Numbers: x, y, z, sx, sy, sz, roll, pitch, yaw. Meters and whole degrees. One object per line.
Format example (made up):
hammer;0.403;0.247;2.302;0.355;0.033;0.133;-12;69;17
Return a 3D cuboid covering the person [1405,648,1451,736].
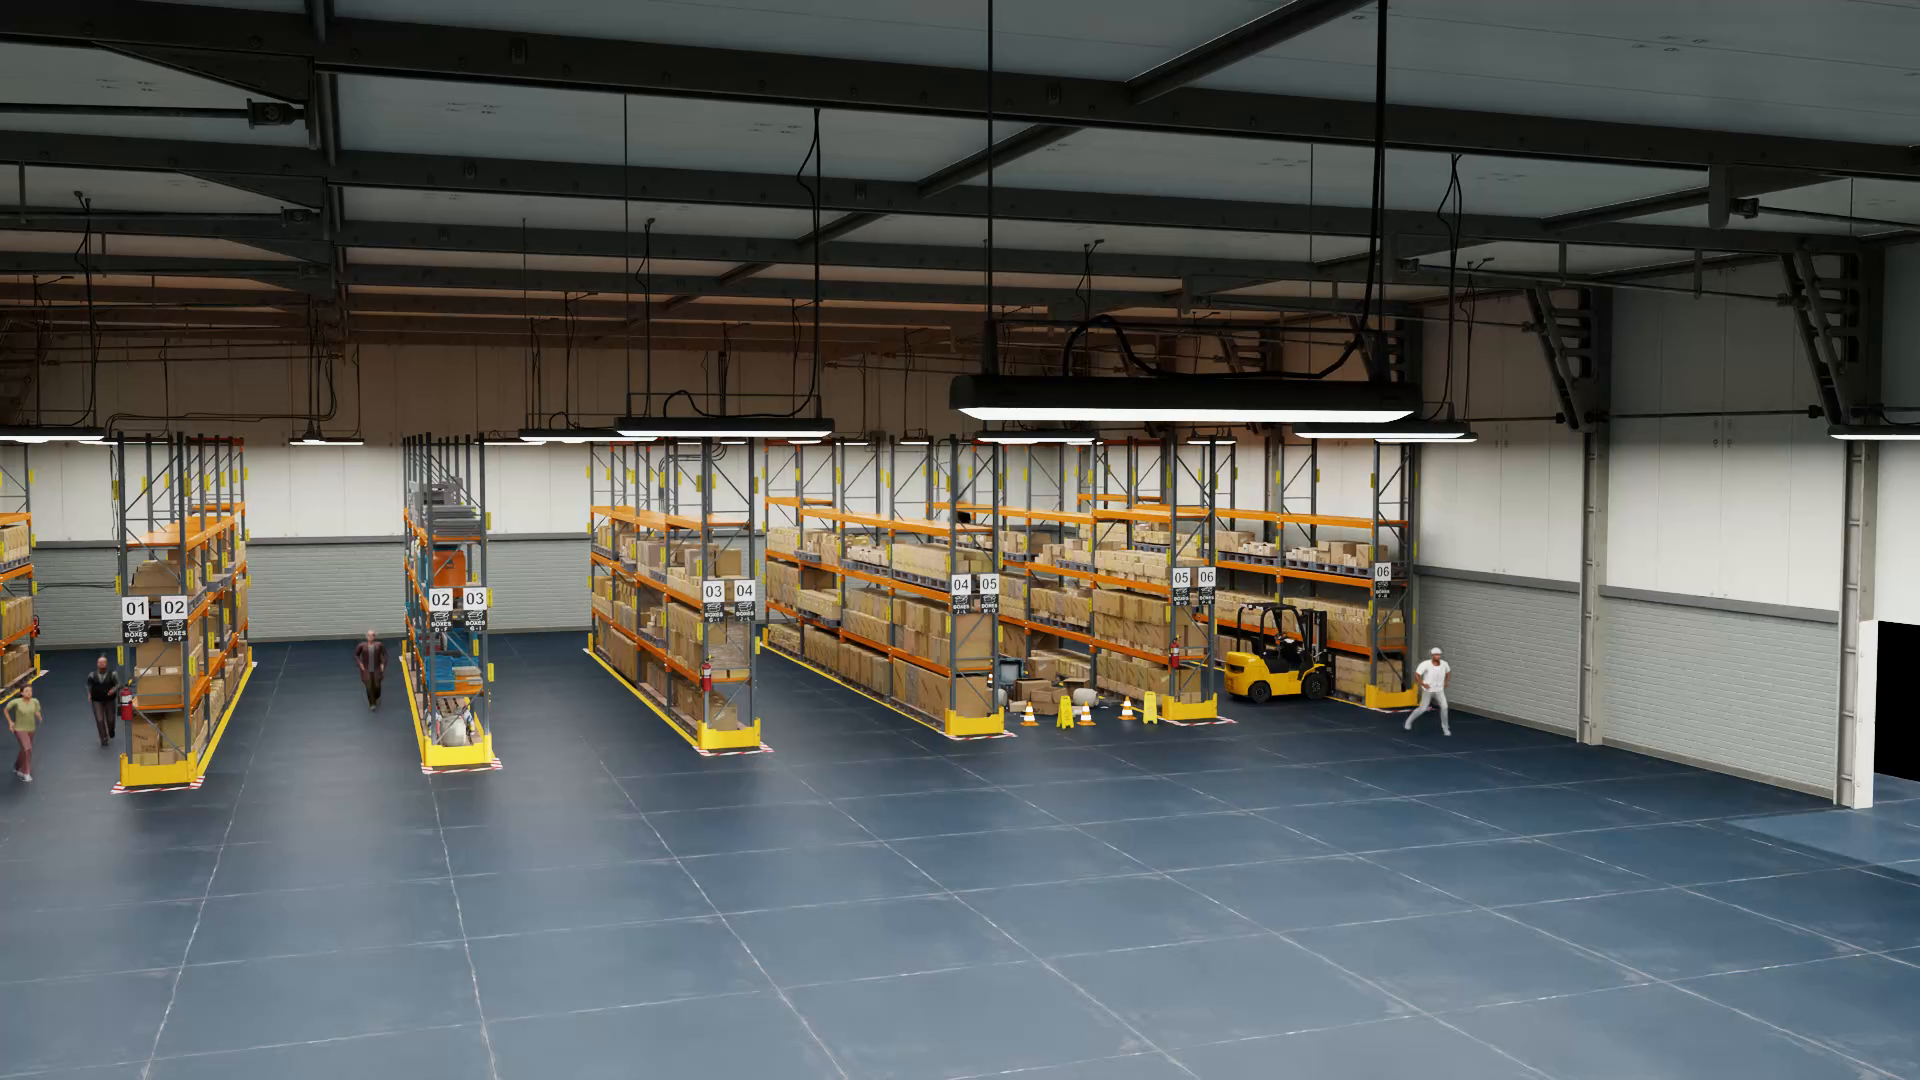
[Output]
person;9.440;3.024;33.303;0.921;1.760;0.757;-1;3;-13

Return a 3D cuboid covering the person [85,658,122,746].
person;-16.497;3.131;32.034;0.658;1.628;0.716;-1;3;-22

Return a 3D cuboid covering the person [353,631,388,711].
person;-12.867;2.841;36.301;0.718;1.740;0.638;-1;3;-20

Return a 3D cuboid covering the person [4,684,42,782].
person;-16.128;3.322;28.666;0.821;1.710;0.514;2;4;31
